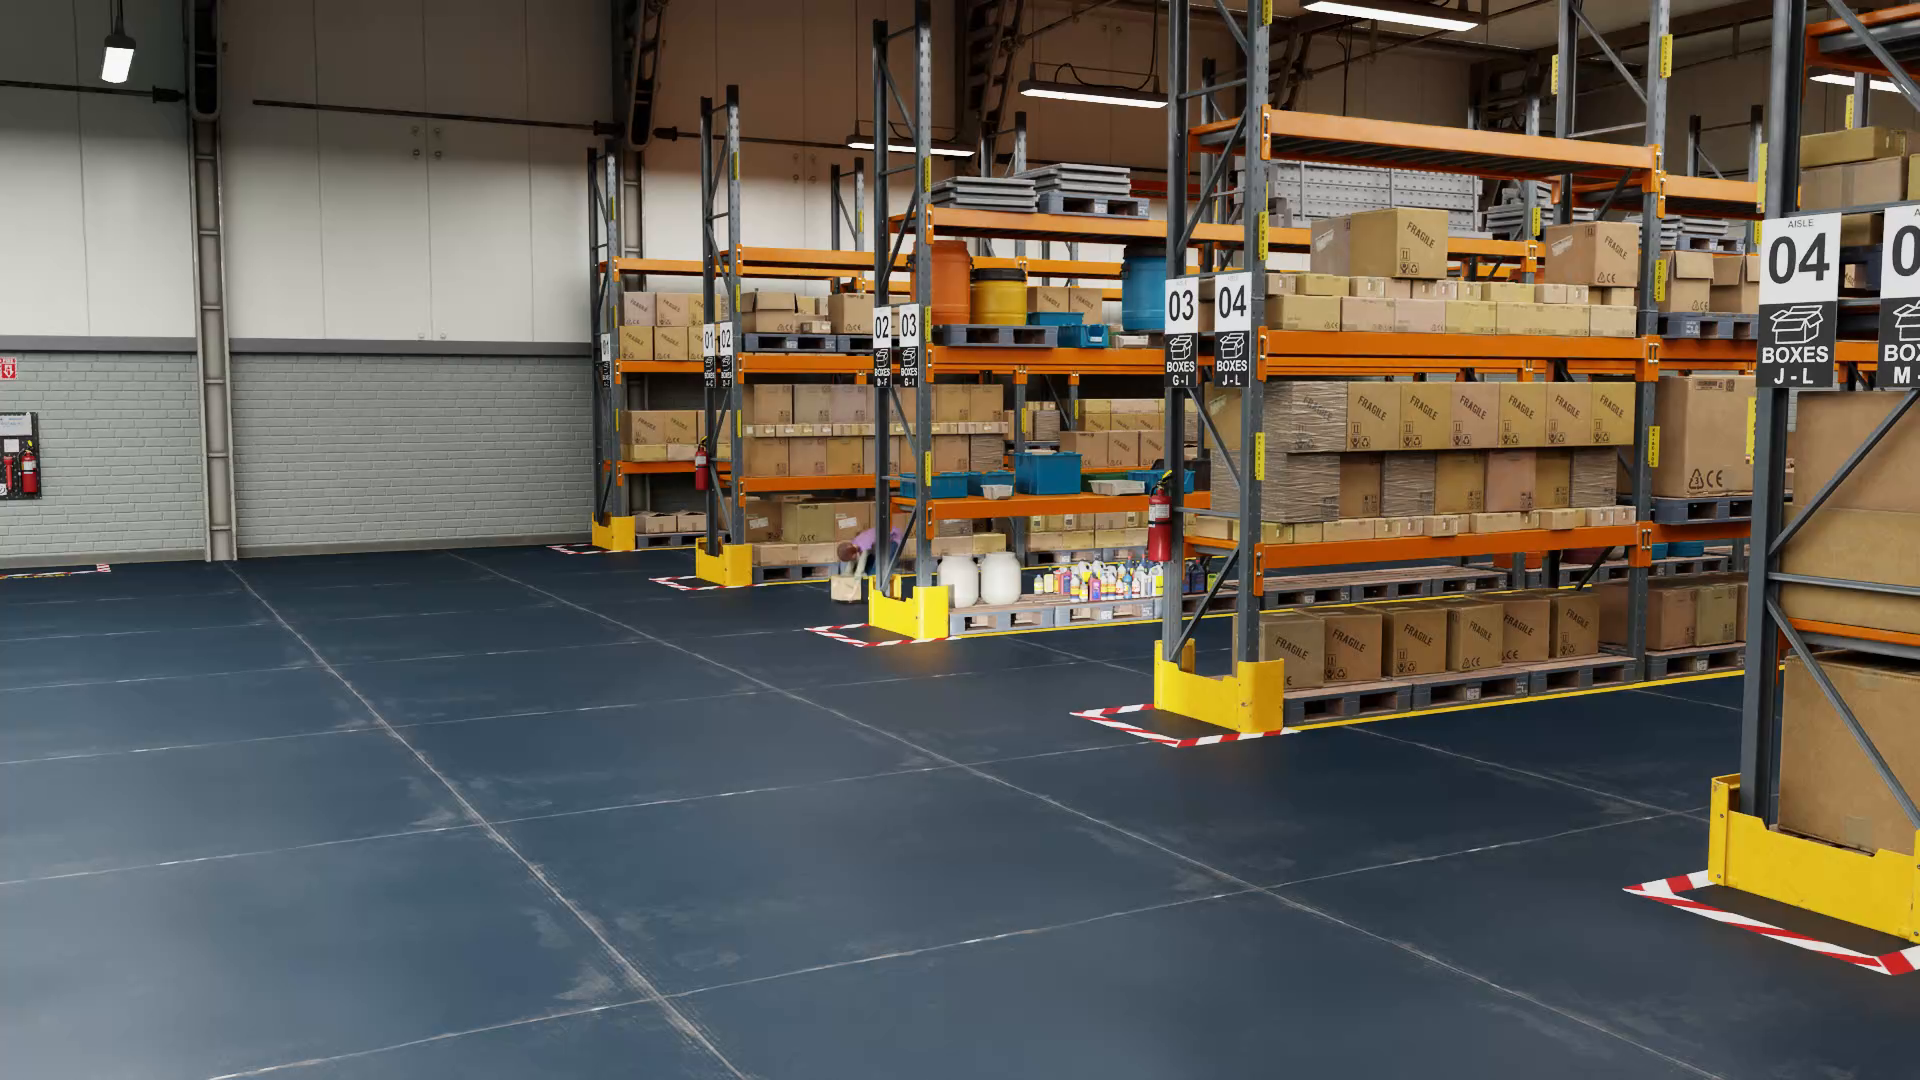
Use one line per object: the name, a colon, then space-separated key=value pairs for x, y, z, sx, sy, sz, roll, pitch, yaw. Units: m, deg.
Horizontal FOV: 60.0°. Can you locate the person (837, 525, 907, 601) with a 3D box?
person: x=-0.996 y=0.266 z=18.704 sx=0.853 sy=0.873 sz=0.424 roll=-3 pitch=6 yaw=-31
